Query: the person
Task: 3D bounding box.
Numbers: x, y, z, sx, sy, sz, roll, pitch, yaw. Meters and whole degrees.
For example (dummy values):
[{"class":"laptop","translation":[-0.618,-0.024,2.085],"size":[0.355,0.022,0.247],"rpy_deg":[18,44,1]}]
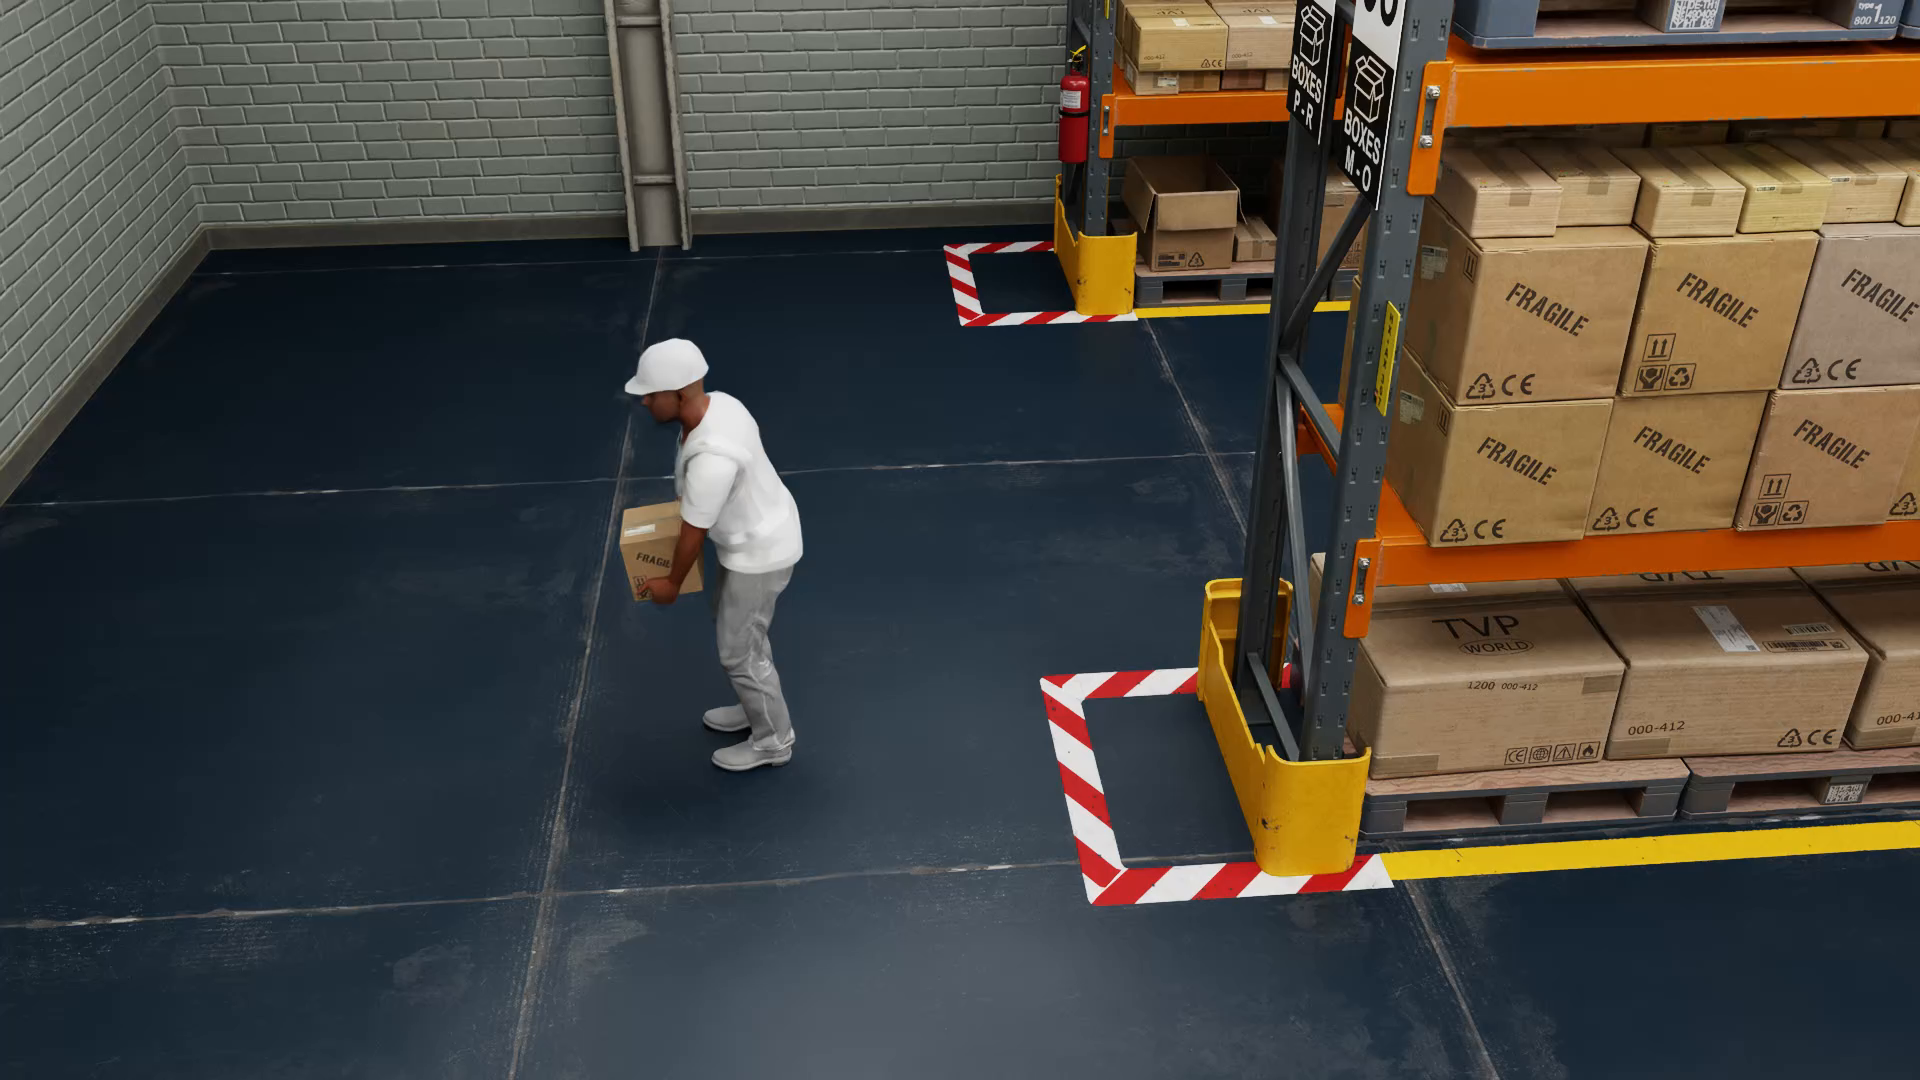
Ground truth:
[{"class":"person","translation":[-0.876,0.058,6.057],"size":[0.609,1.719,0.498],"rpy_deg":[-3,31,-5]}]
